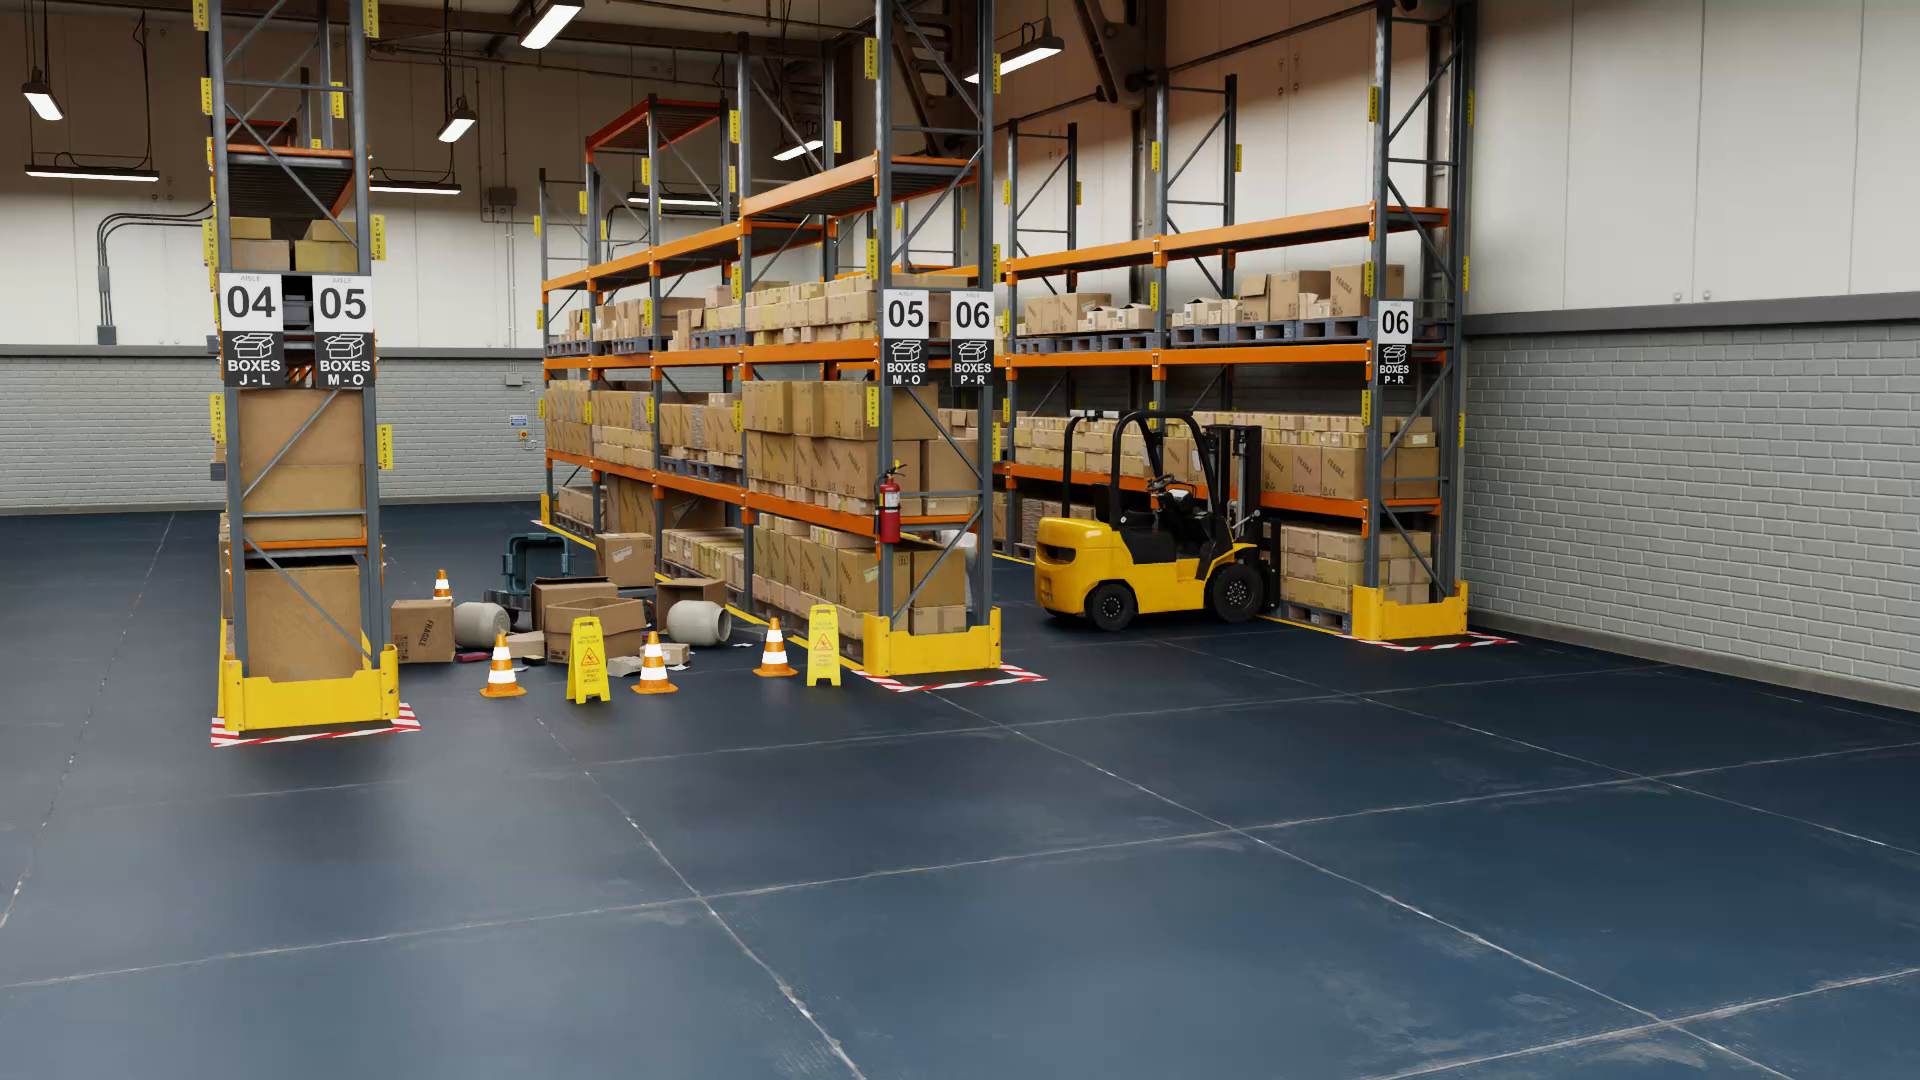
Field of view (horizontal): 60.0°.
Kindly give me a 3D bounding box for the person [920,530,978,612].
[{"bbox_3d":[-0.138,0.128,17.647,0.537,1.294,0.774,-3,6,-25],"label":"person"}]
